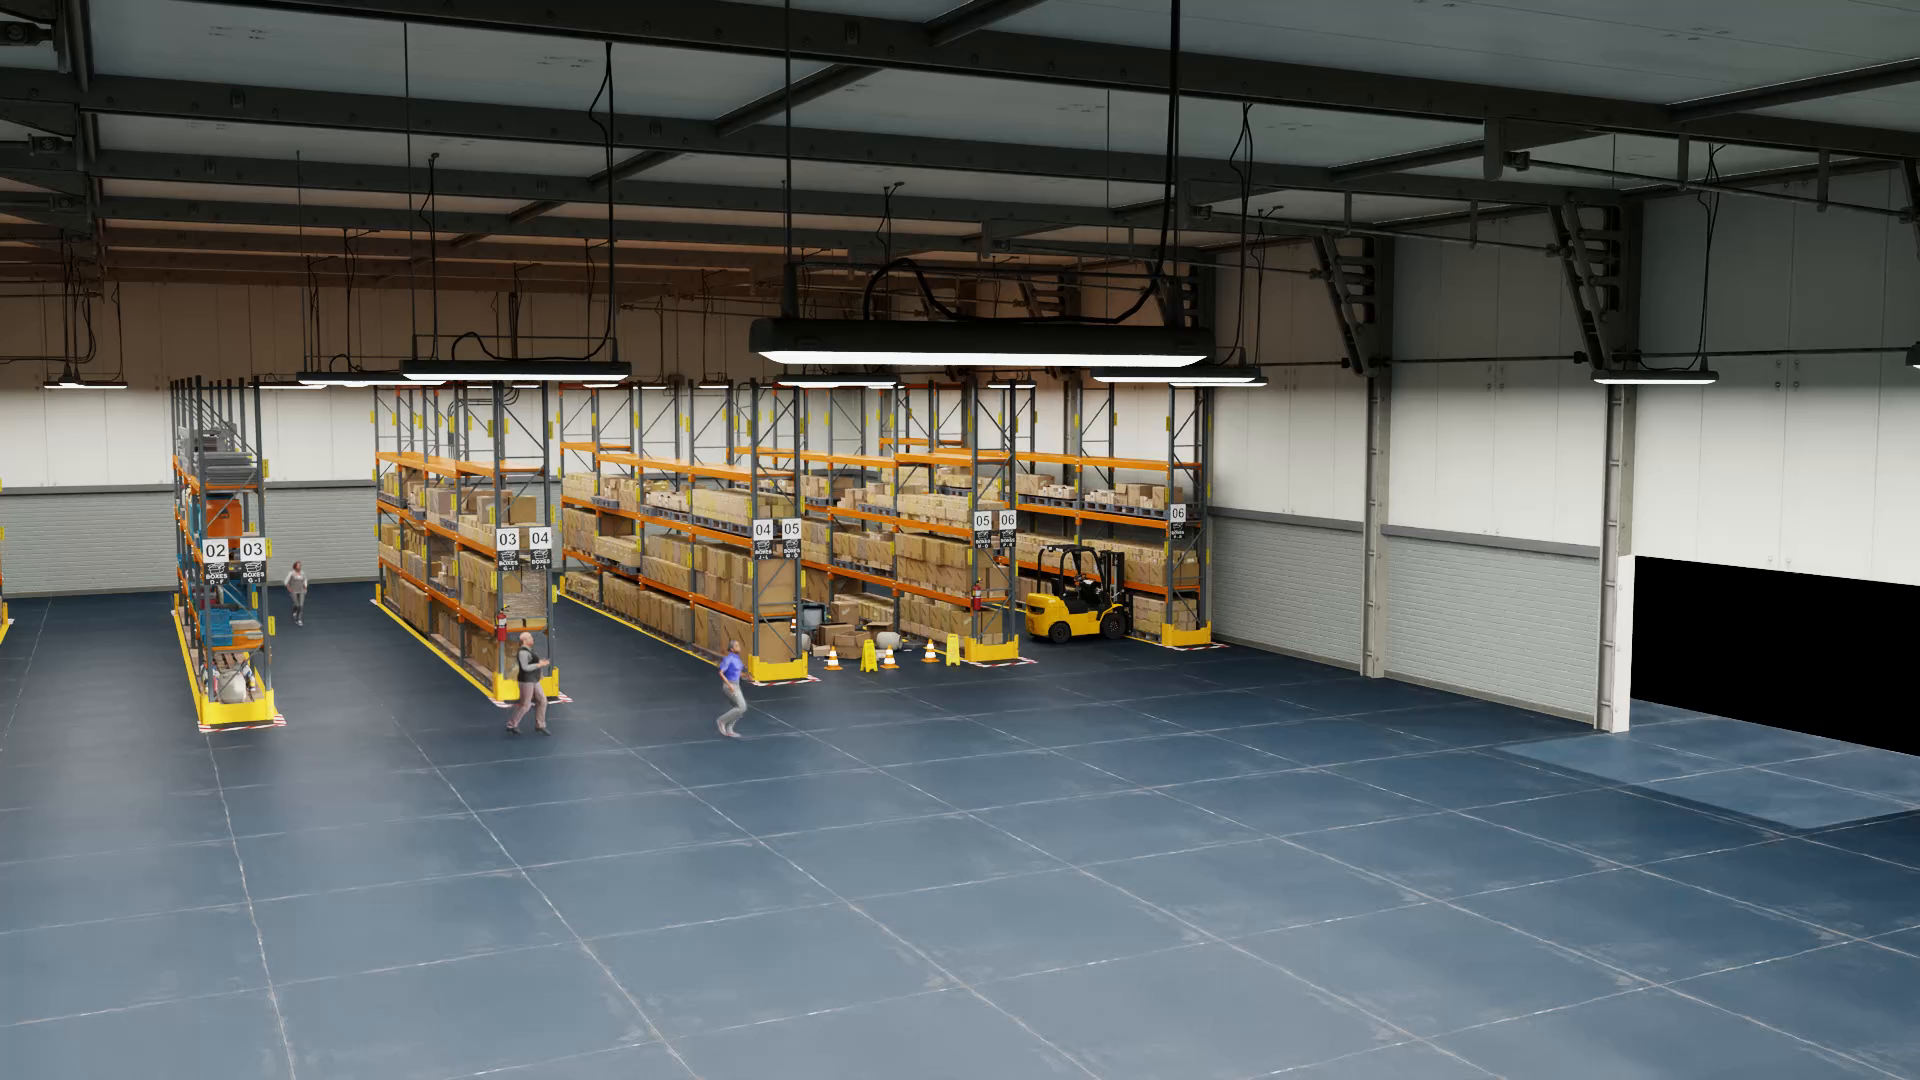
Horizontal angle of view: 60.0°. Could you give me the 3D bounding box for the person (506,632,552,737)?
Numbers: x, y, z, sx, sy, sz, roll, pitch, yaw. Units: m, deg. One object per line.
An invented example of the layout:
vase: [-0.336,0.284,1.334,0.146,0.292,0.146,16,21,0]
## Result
person: [-7.159,2.408,27.572,0.742,1.775,0.643,0,5,-1]

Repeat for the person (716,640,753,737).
person: [-3.741,2.465,27.640,0.571,1.623,0.566,1,5,6]

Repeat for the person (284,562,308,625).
person: [-16.345,1.311,40.993,0.537,1.567,0.503,-4,7,-40]

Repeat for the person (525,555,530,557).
person: [-12.531,0.641,47.753,0.716,1.729,0.780,-5,7,-43]
